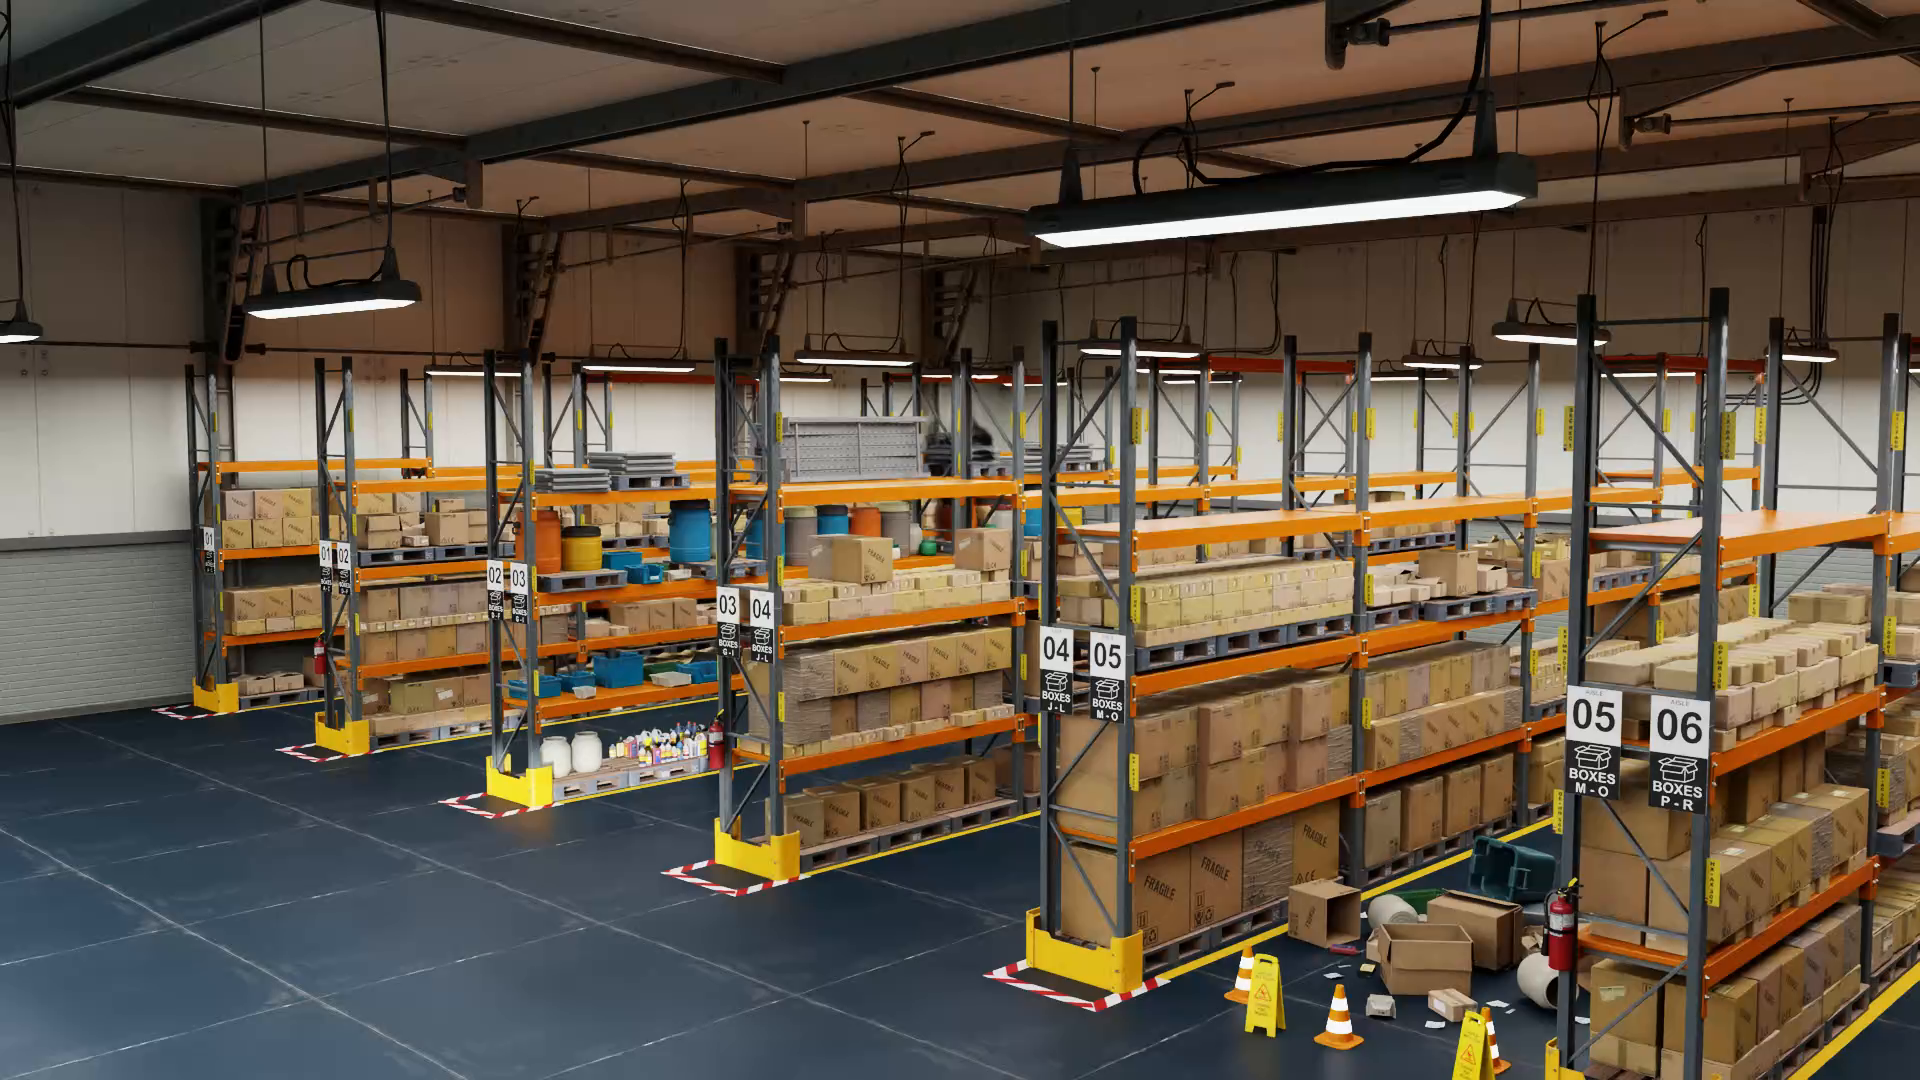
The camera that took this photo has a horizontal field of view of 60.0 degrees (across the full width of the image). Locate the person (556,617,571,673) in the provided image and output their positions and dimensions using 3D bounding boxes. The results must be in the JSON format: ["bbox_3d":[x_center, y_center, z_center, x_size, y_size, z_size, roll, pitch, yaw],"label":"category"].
[{"bbox_3d":[-7.320,1.989,30.606,0.661,1.701,0.642,4,6,41],"label":"person"}]
